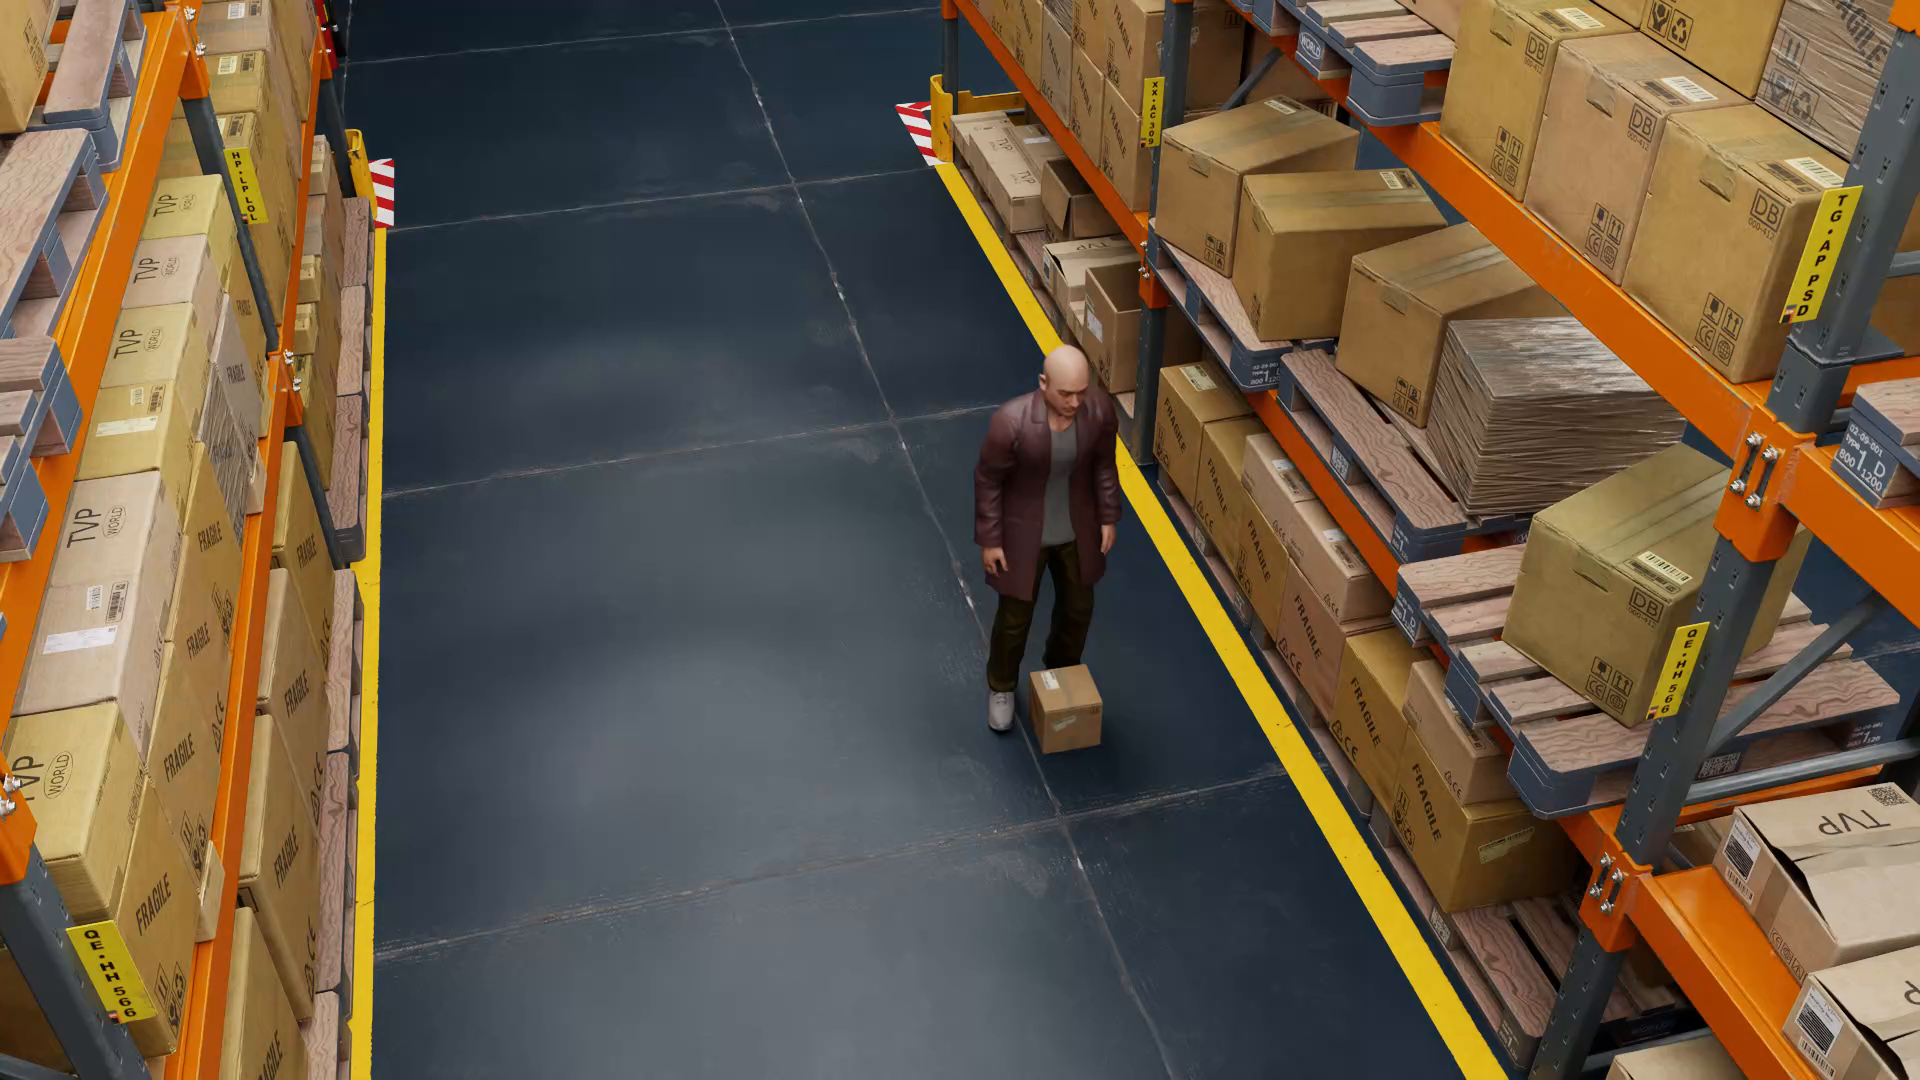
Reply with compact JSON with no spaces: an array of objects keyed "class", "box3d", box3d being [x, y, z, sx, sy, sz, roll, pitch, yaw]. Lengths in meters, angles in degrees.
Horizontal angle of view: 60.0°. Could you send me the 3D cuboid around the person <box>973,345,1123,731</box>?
[{"class":"person","box3d":[0.363,0.018,6.807,0.638,1.647,0.432,-11,39,-14]}]
